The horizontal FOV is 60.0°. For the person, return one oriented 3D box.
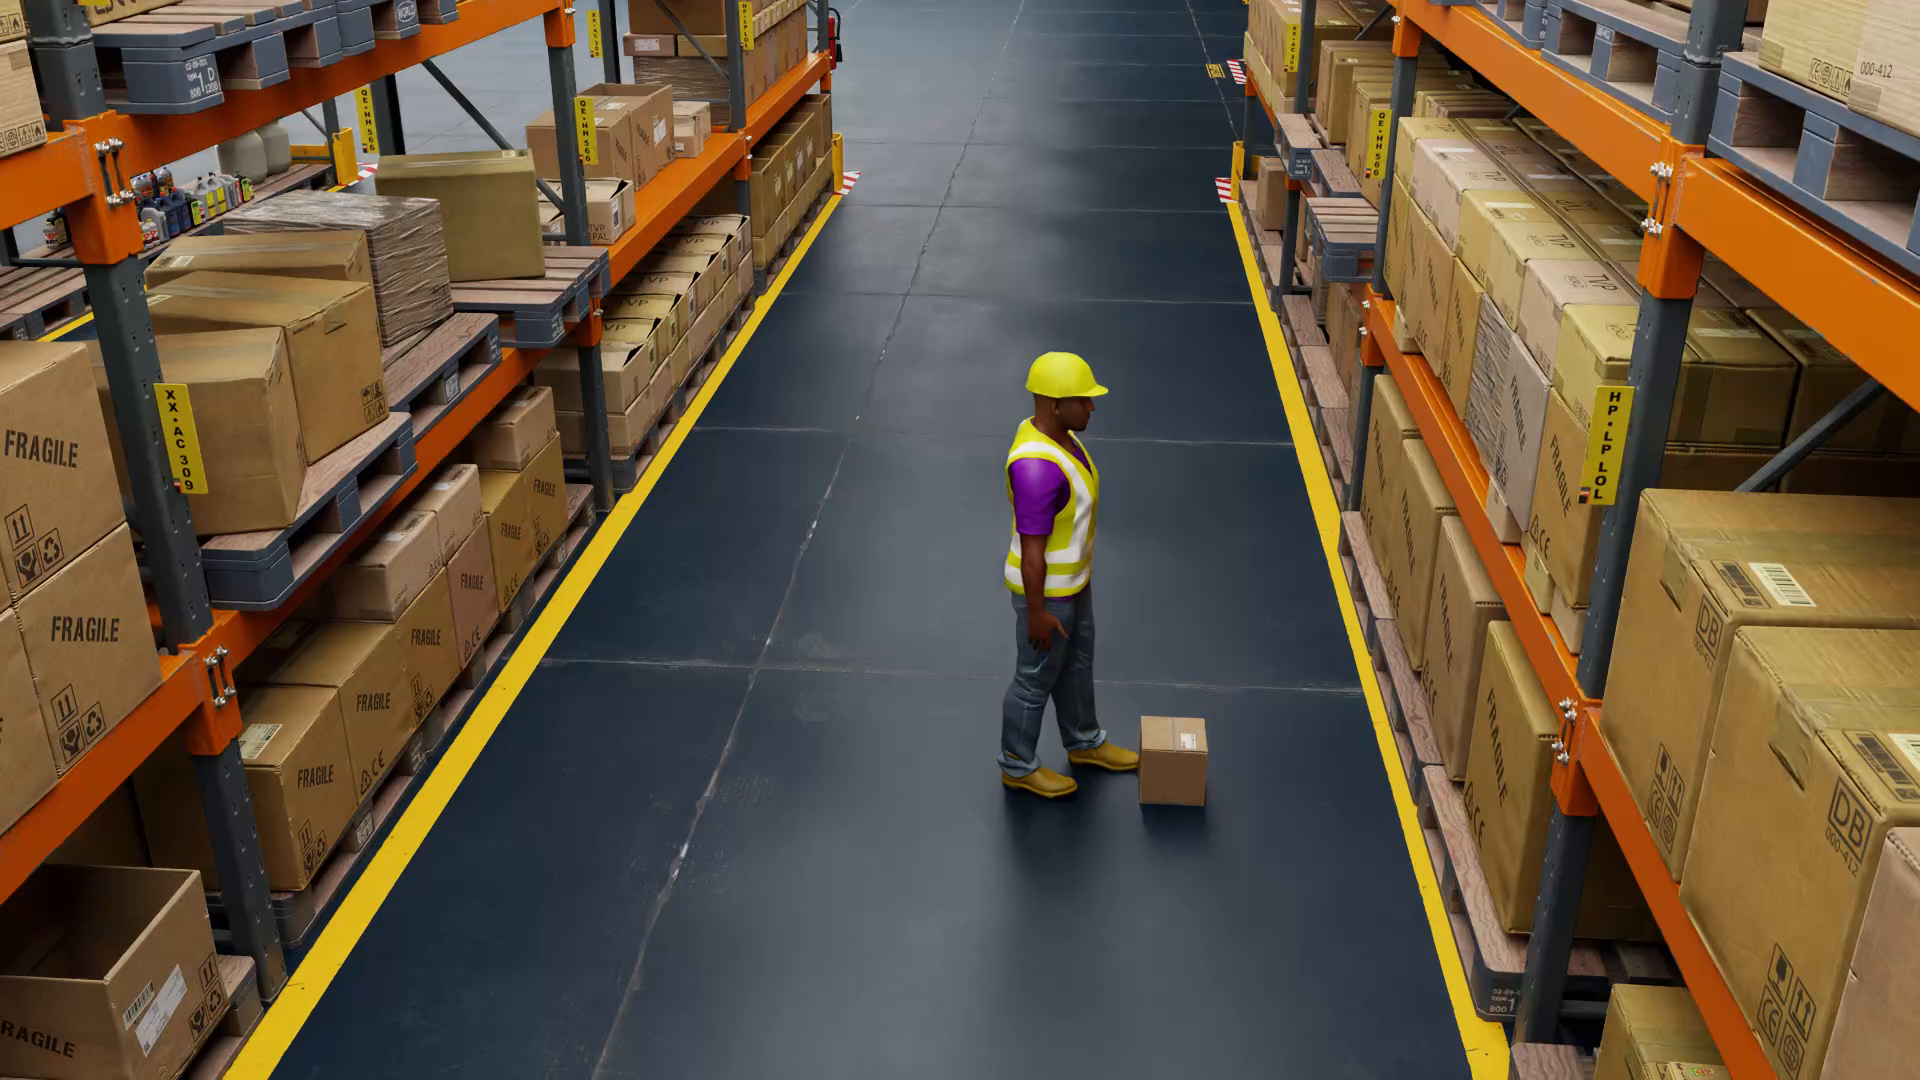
[{"bbox_3d":[0.427,0.157,6.211,0.562,1.771,0.604,5,25,10],"label":"person"}]
